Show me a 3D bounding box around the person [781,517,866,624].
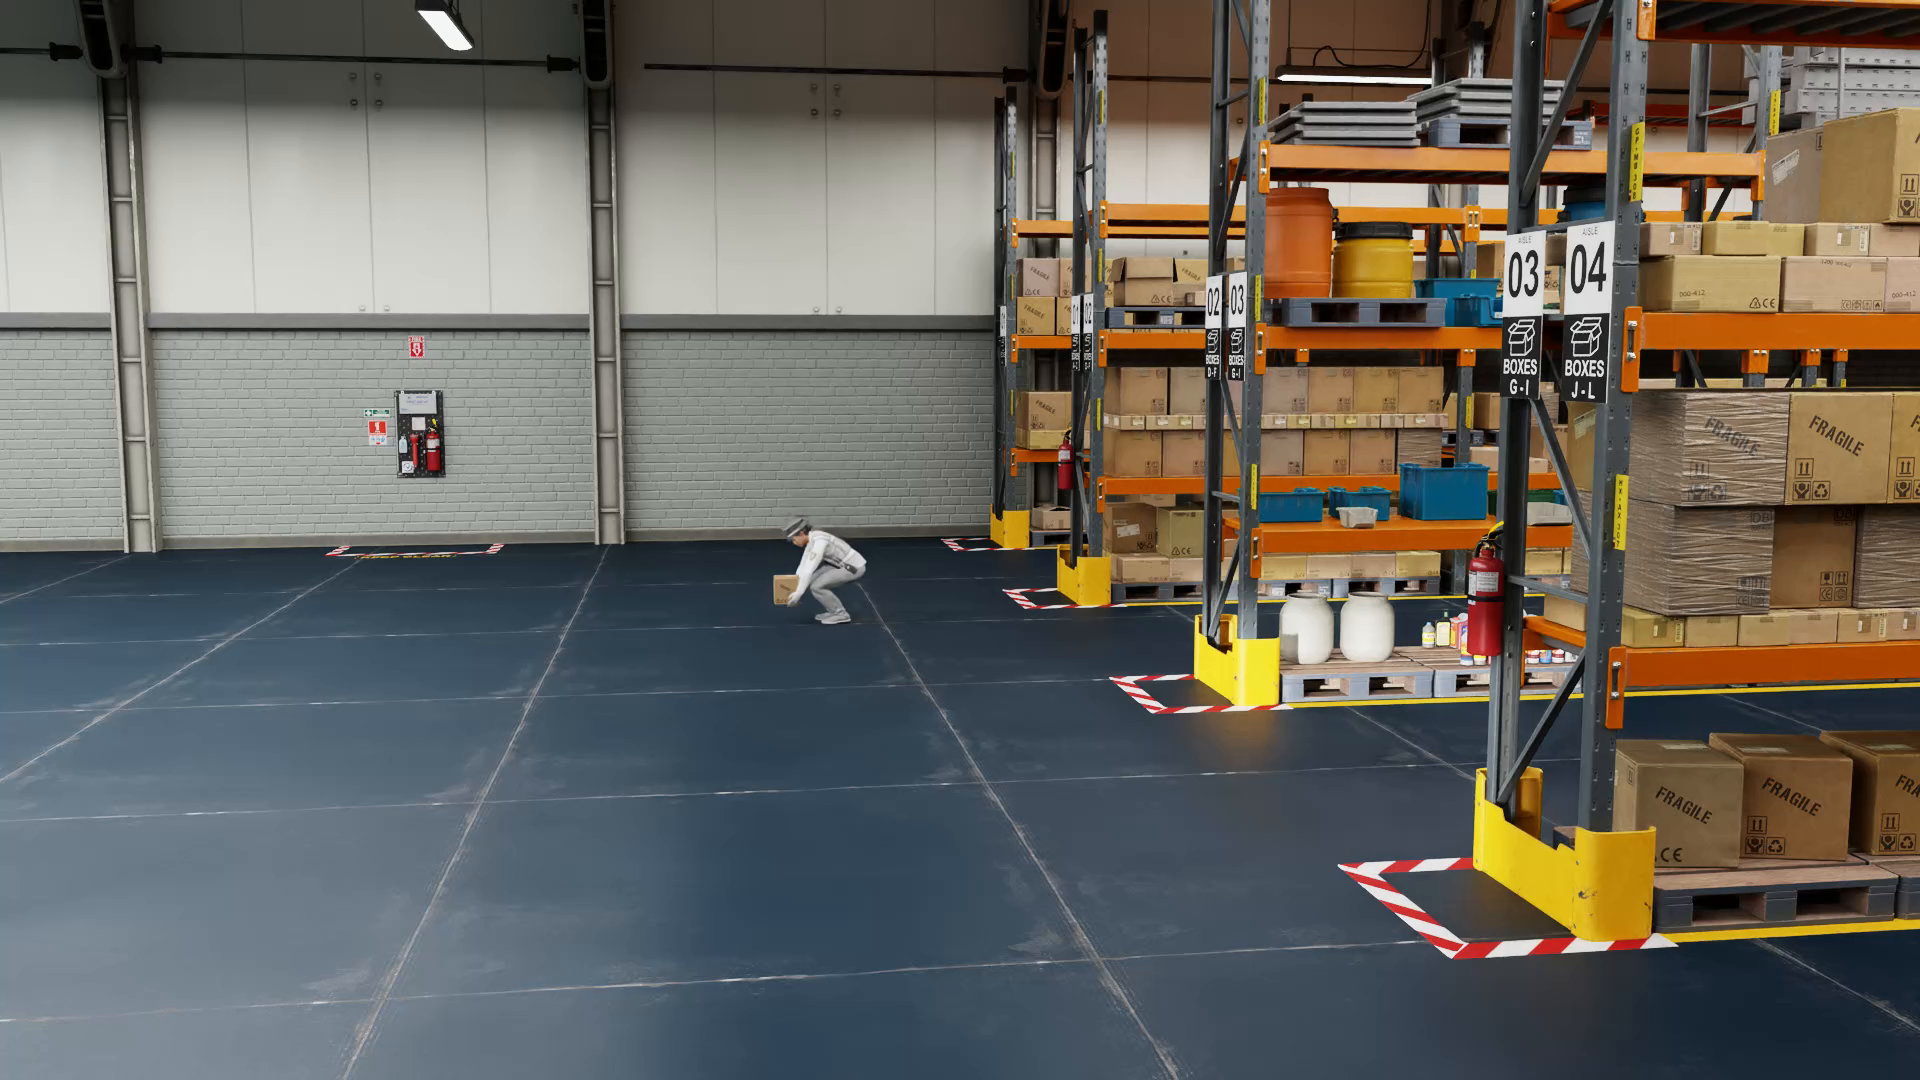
[{"bbox_3d":[-1.315,0.290,16.092,0.819,1.036,0.497,-1,7,-9],"label":"person"}]
